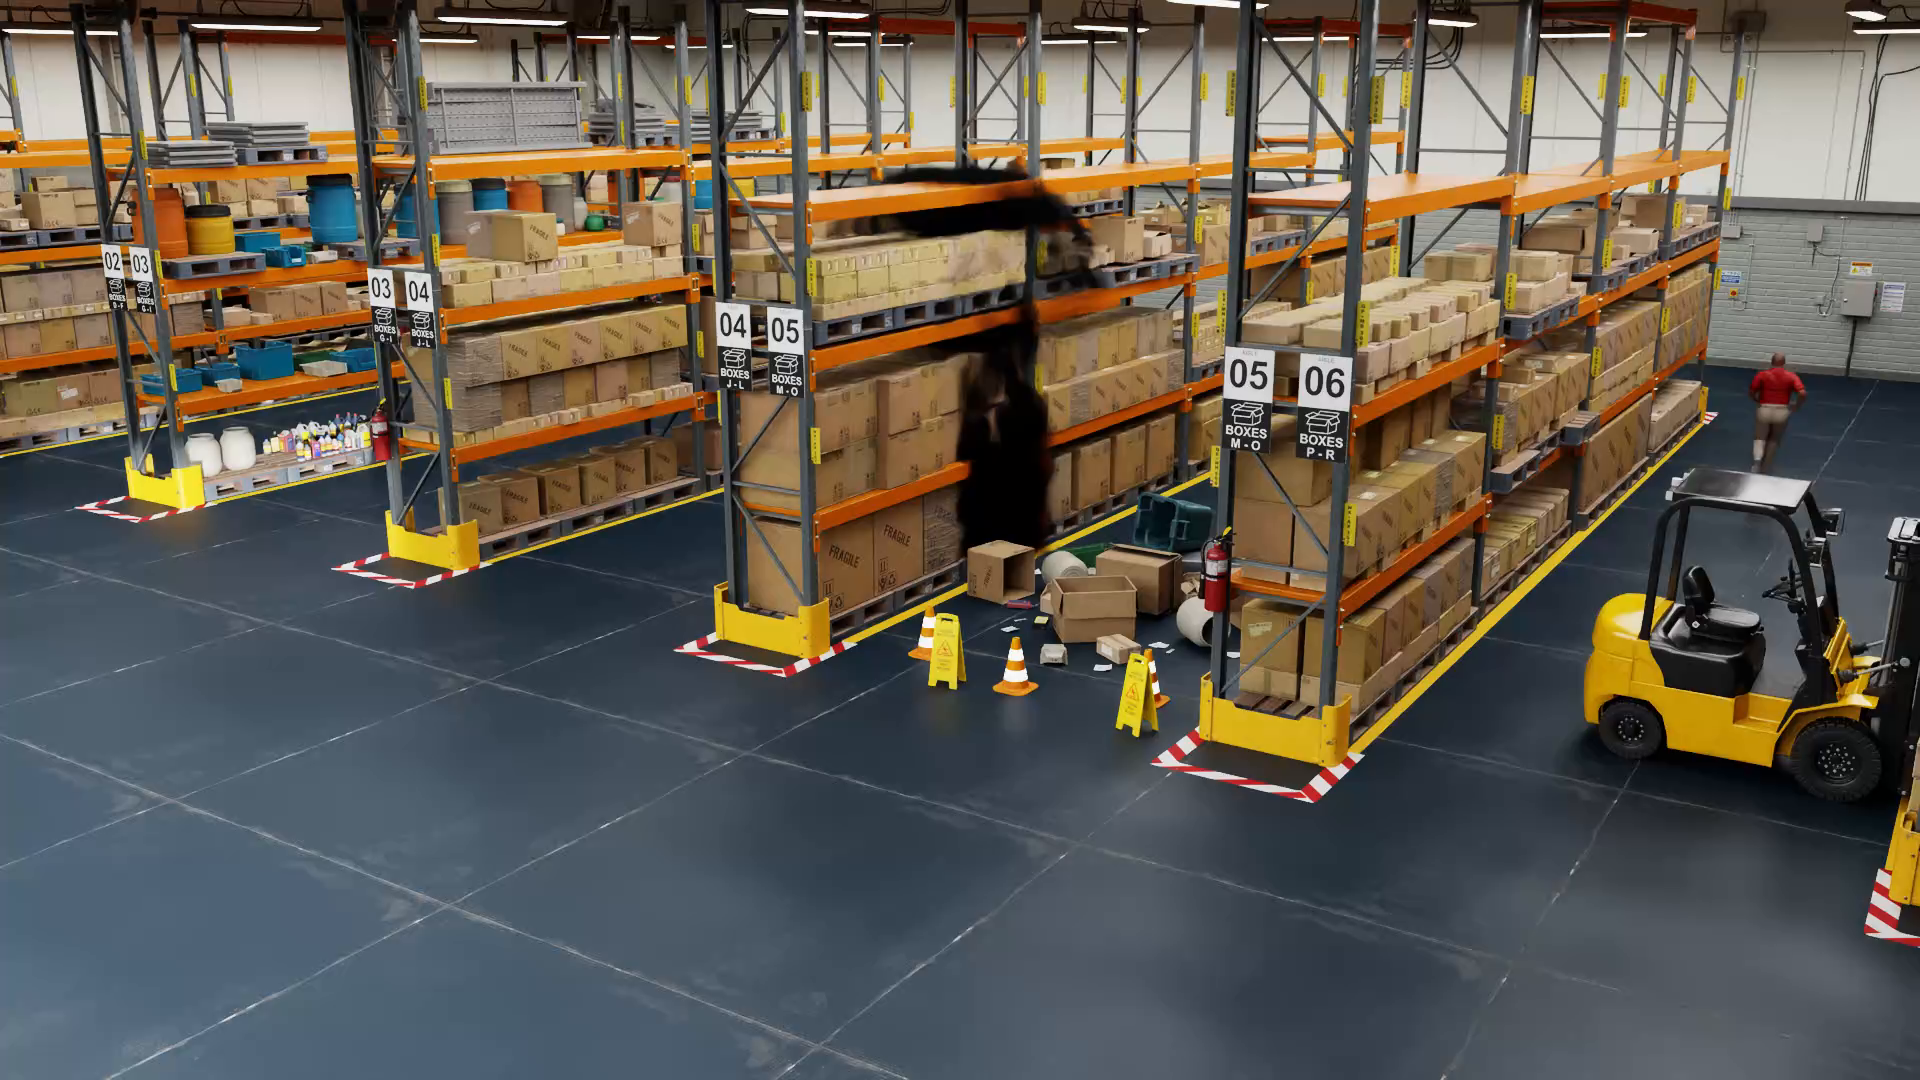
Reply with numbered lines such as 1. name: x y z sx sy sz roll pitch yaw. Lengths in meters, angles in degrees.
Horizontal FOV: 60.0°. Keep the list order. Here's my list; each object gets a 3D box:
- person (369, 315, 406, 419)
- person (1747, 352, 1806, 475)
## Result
1. person: -8.825 -2.647 25.450 0.674 1.761 0.643 9 18 30
2. person: 10.748 -1.638 21.971 0.682 1.686 0.787 6 17 22
